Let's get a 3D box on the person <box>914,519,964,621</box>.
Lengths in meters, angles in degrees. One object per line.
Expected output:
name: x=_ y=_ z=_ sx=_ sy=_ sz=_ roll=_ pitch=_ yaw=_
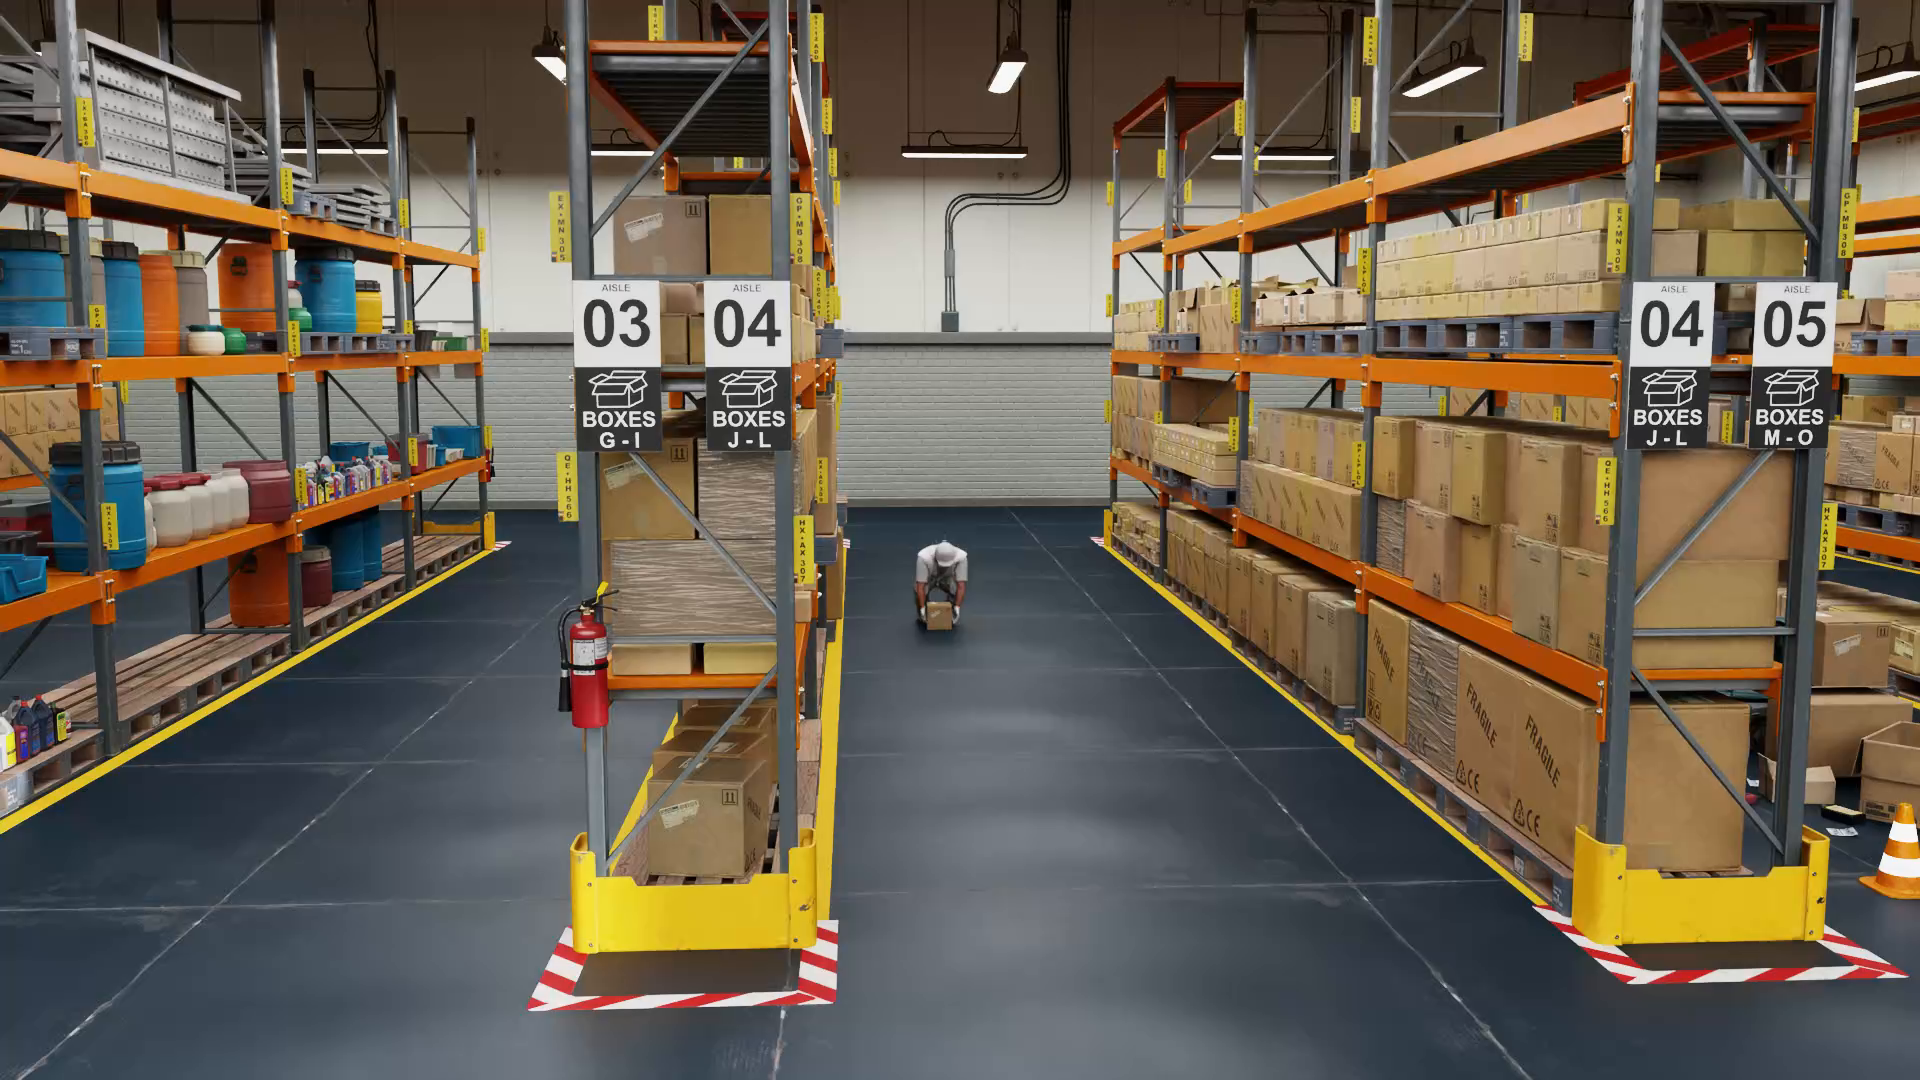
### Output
person: x=-0.222 y=0.337 z=17.305 sx=0.508 sy=1.074 sz=0.992 roll=-1 pitch=7 yaw=-5
